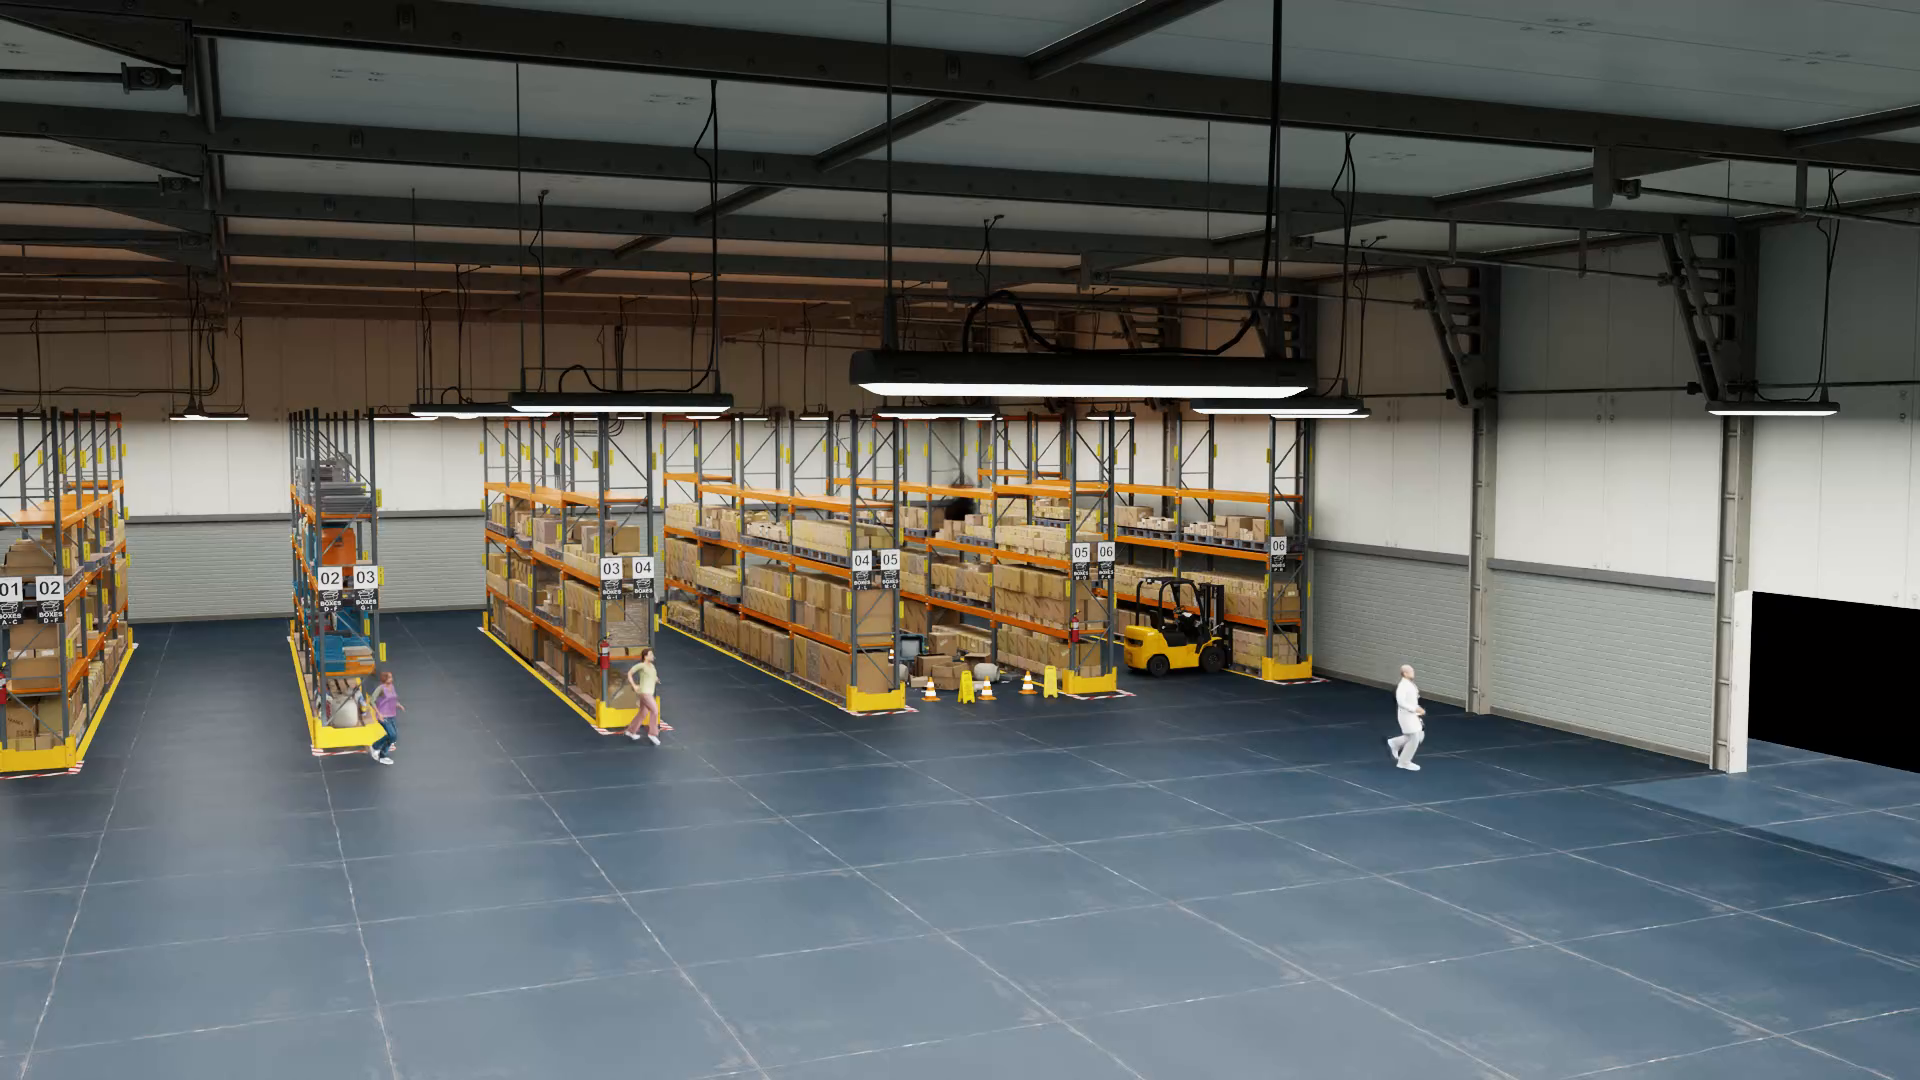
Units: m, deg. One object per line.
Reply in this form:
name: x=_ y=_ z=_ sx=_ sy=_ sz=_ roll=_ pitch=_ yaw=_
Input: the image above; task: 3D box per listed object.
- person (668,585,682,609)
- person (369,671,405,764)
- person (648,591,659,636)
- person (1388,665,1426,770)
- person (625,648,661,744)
person: x=-8.326 y=1.444 z=48.996 sx=0.802 sy=1.765 sz=0.697 roll=-2 pitch=5 yaw=-29
person: x=-9.652 y=2.992 z=28.007 sx=0.534 sy=1.556 sz=0.551 roll=1 pitch=4 yaw=15
person: x=-8.273 y=1.874 z=44.195 sx=0.545 sy=1.545 sz=0.623 roll=-2 pitch=4 yaw=-23
person: x=7.413 y=2.934 z=27.564 sx=0.622 sy=1.735 sz=0.705 roll=2 pitch=4 yaw=24
person: x=-5.674 y=2.803 z=29.946 sx=0.746 sy=1.720 sz=0.574 roll=1 pitch=4 yaw=13
